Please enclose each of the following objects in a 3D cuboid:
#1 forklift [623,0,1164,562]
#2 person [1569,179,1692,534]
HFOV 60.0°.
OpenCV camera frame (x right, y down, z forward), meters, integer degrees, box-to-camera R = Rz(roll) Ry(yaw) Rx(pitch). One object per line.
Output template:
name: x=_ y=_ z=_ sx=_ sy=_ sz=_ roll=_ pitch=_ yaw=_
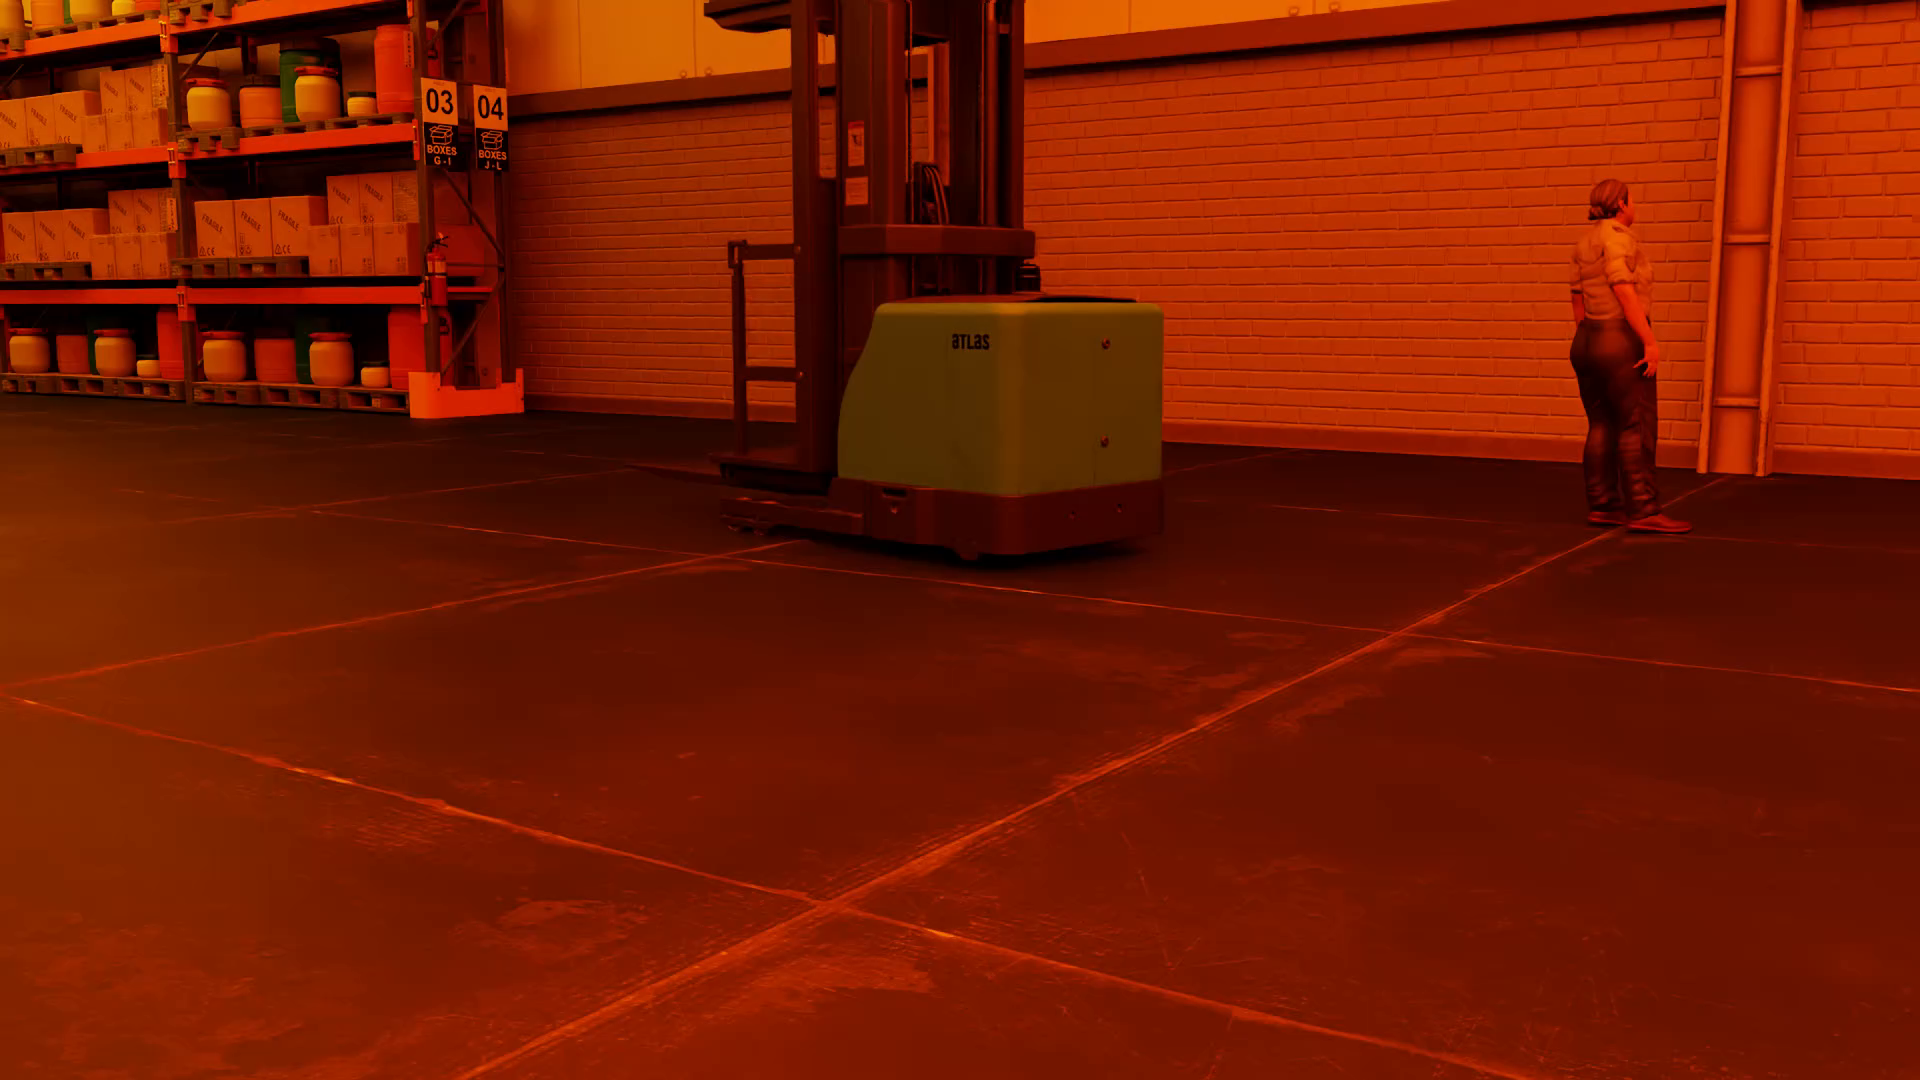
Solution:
forklift: x=-0.495 y=-1.516 z=7.852 sx=1.130 sy=2.935 sz=3.031 roll=-8 pitch=11 yaw=-44
person: x=3.195 y=-0.880 z=7.943 sx=0.475 sy=1.661 sz=0.573 roll=-1 pitch=8 yaw=-6
